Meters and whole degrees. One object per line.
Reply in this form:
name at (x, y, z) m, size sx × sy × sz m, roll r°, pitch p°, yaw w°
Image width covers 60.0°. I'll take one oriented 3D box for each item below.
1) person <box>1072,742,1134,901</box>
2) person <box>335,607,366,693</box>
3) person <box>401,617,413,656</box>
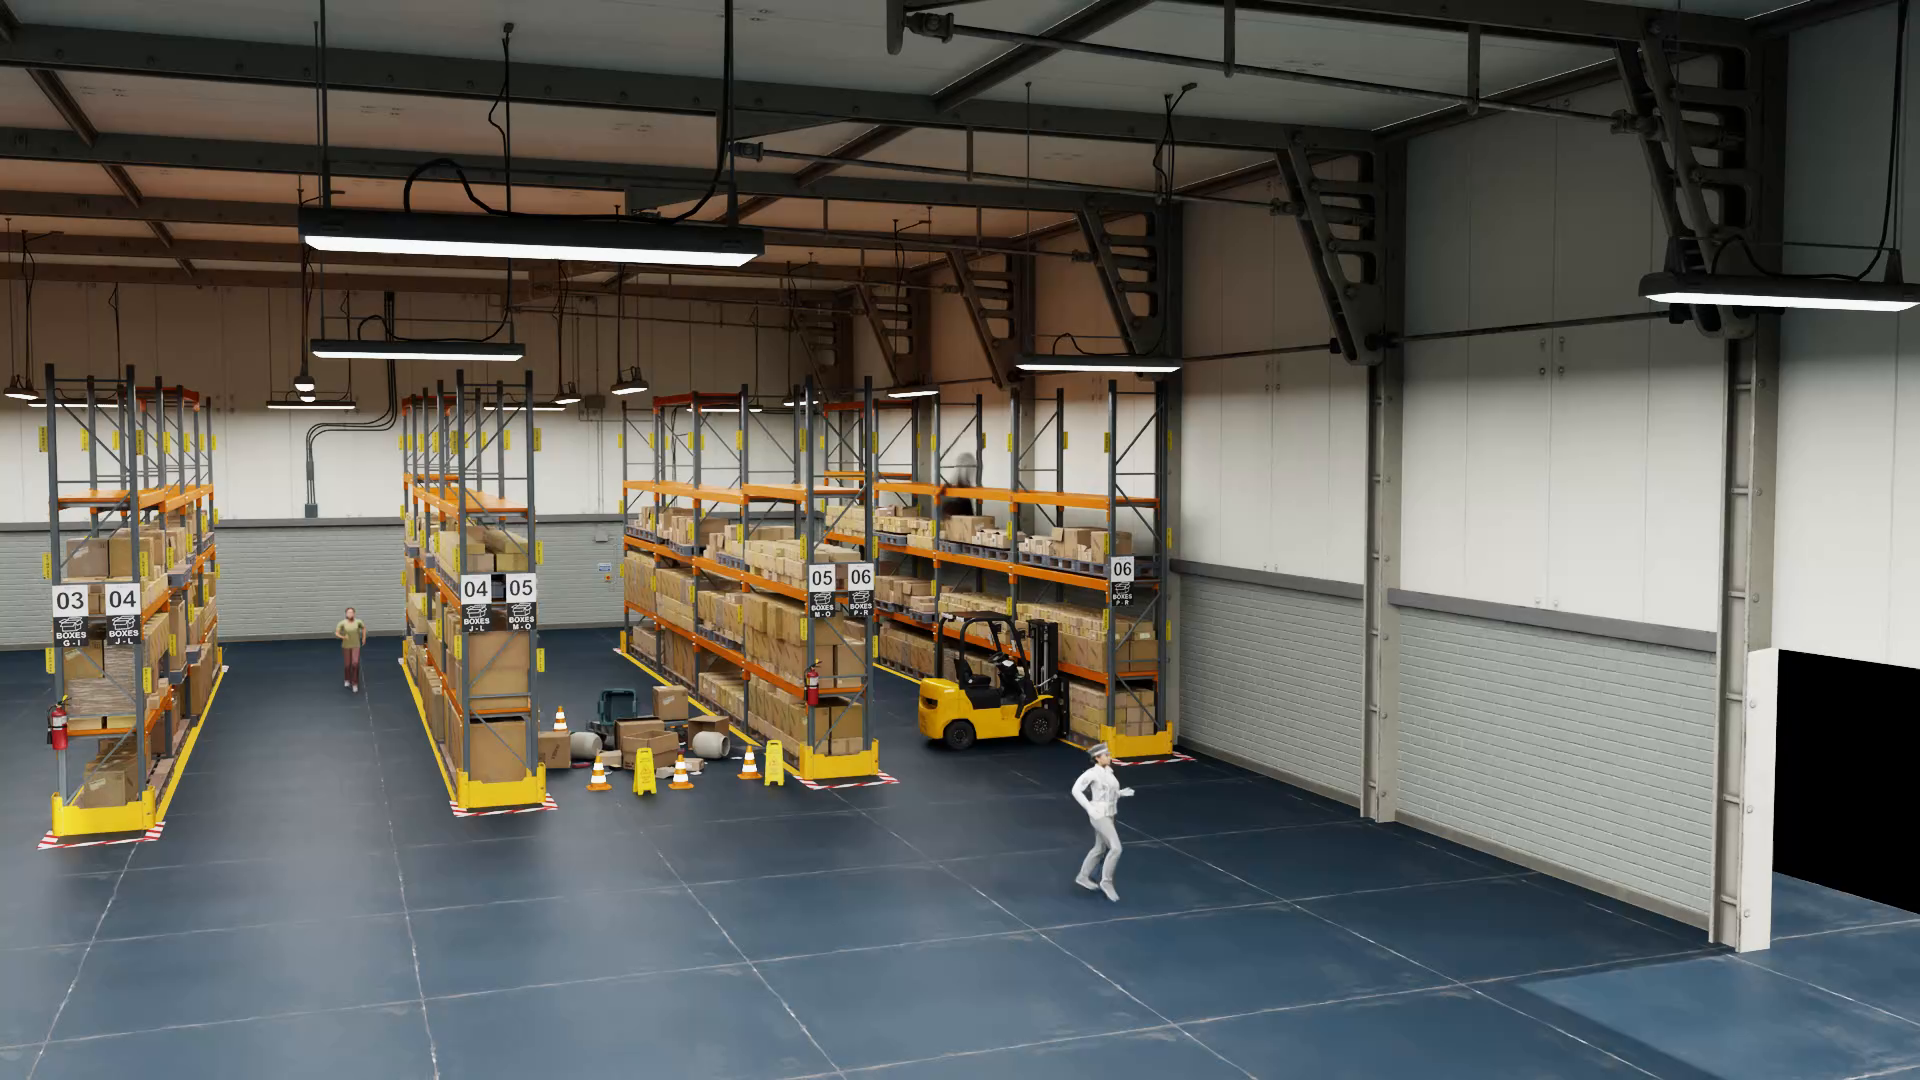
person at (1.583, 3.089, 18.326) m, size 0.677 × 1.748 × 0.590 m, roll 2°, pitch 4°, yaw 26°
person at (-12.328, 2.197, 33.659) m, size 0.594 × 1.700 × 0.851 m, roll -1°, pitch 4°, yaw -24°
person at (-12.733, 1.872, 38.988) m, size 0.724 × 1.752 × 0.698 m, roll -1°, pitch 4°, yaw -23°
